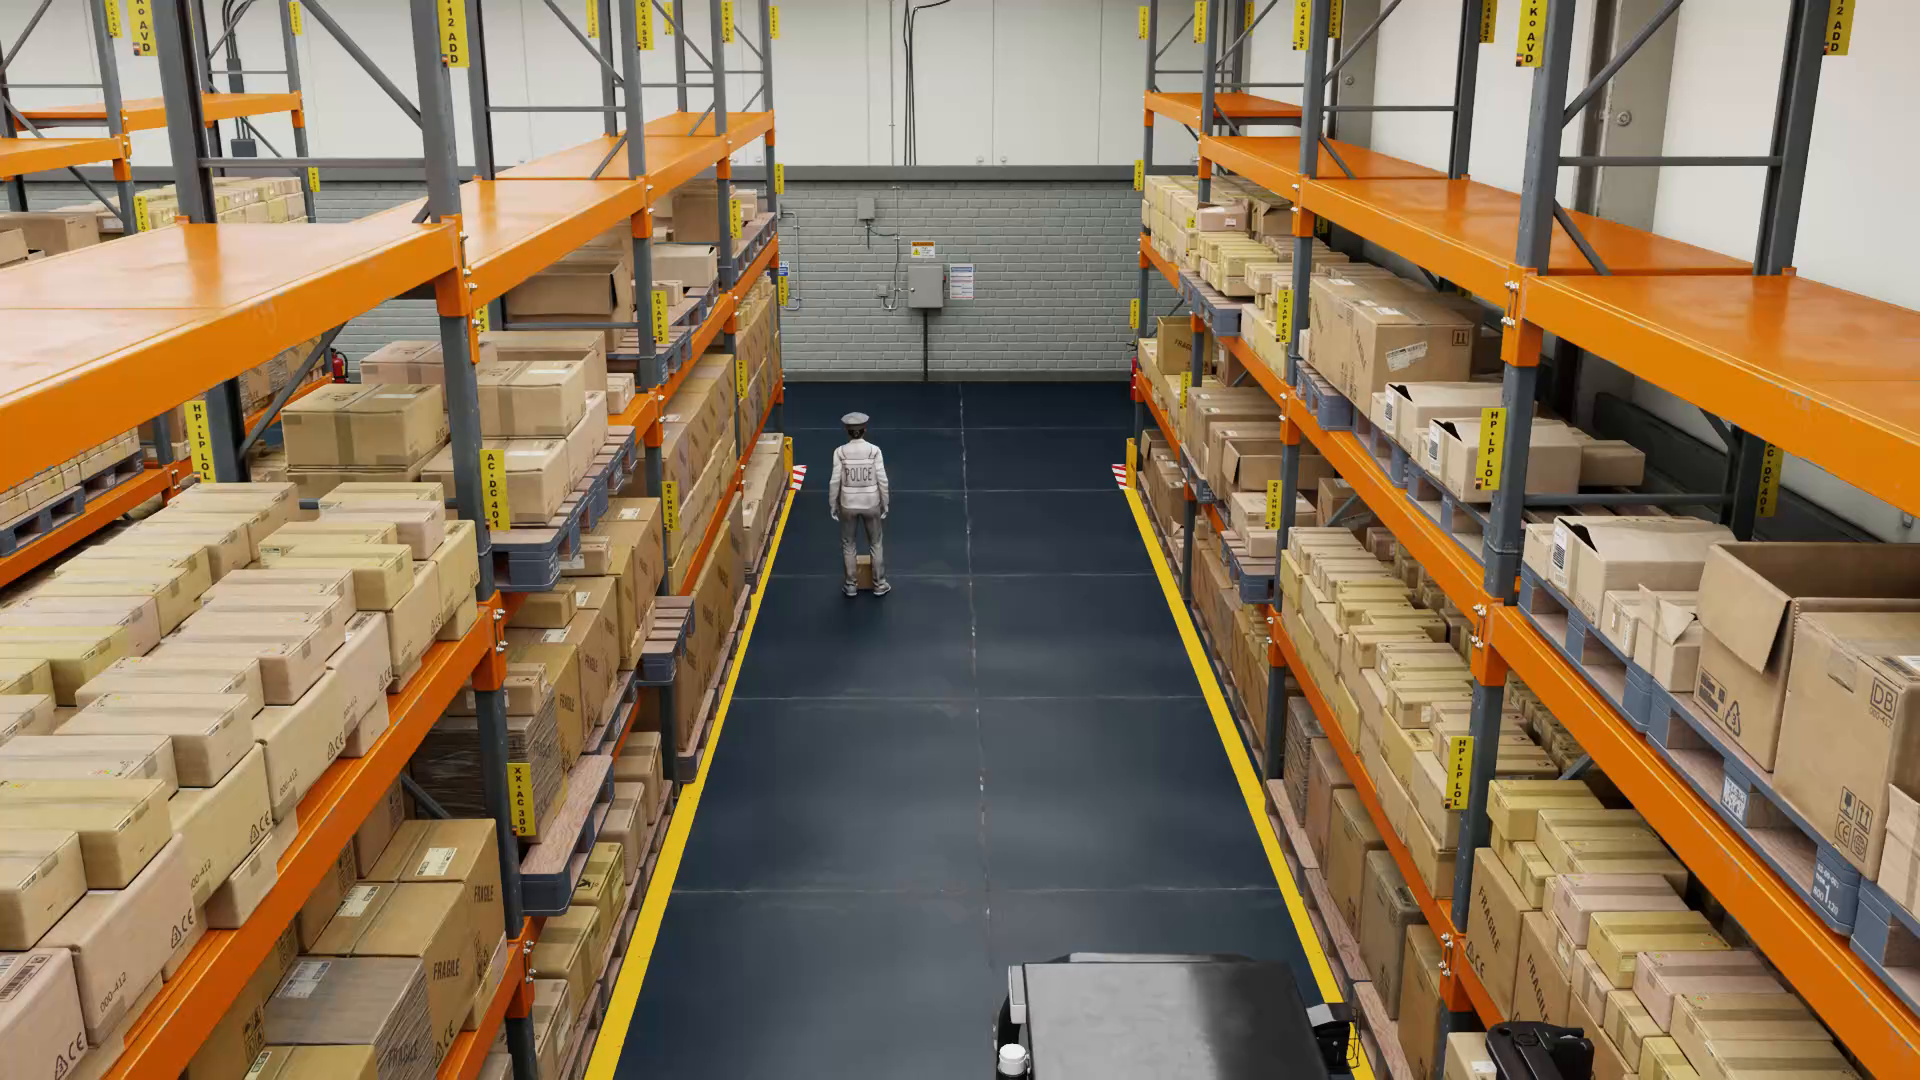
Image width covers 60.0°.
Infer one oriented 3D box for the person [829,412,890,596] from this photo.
[{"bbox_3d":[-0.908,-0.305,15.021,0.543,1.664,0.374,-1,17,-3],"label":"person"}]
